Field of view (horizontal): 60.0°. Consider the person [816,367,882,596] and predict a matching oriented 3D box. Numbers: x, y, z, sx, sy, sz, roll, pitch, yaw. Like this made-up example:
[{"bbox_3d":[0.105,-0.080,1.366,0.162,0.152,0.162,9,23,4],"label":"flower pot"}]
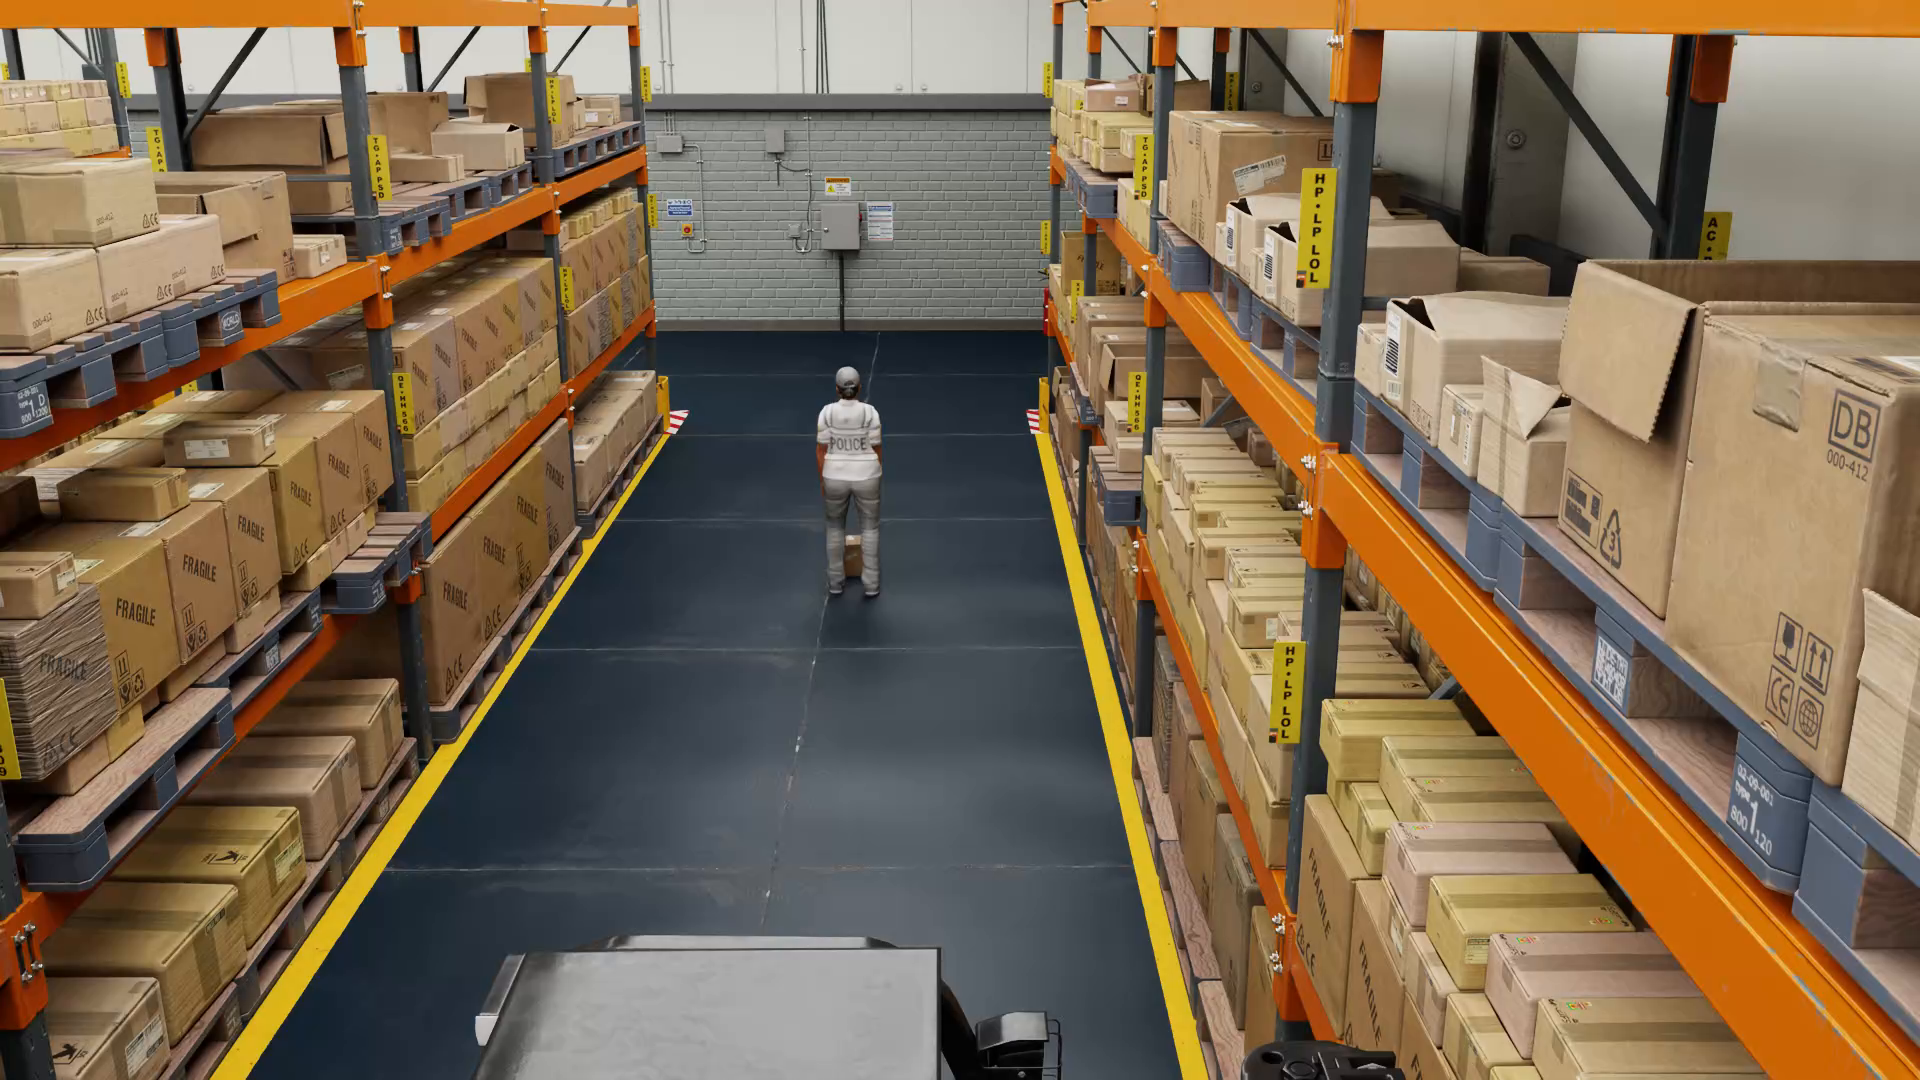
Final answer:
[{"bbox_3d":[-0.787,-0.421,11.916,0.468,1.661,0.391,0,17,1],"label":"person"}]
